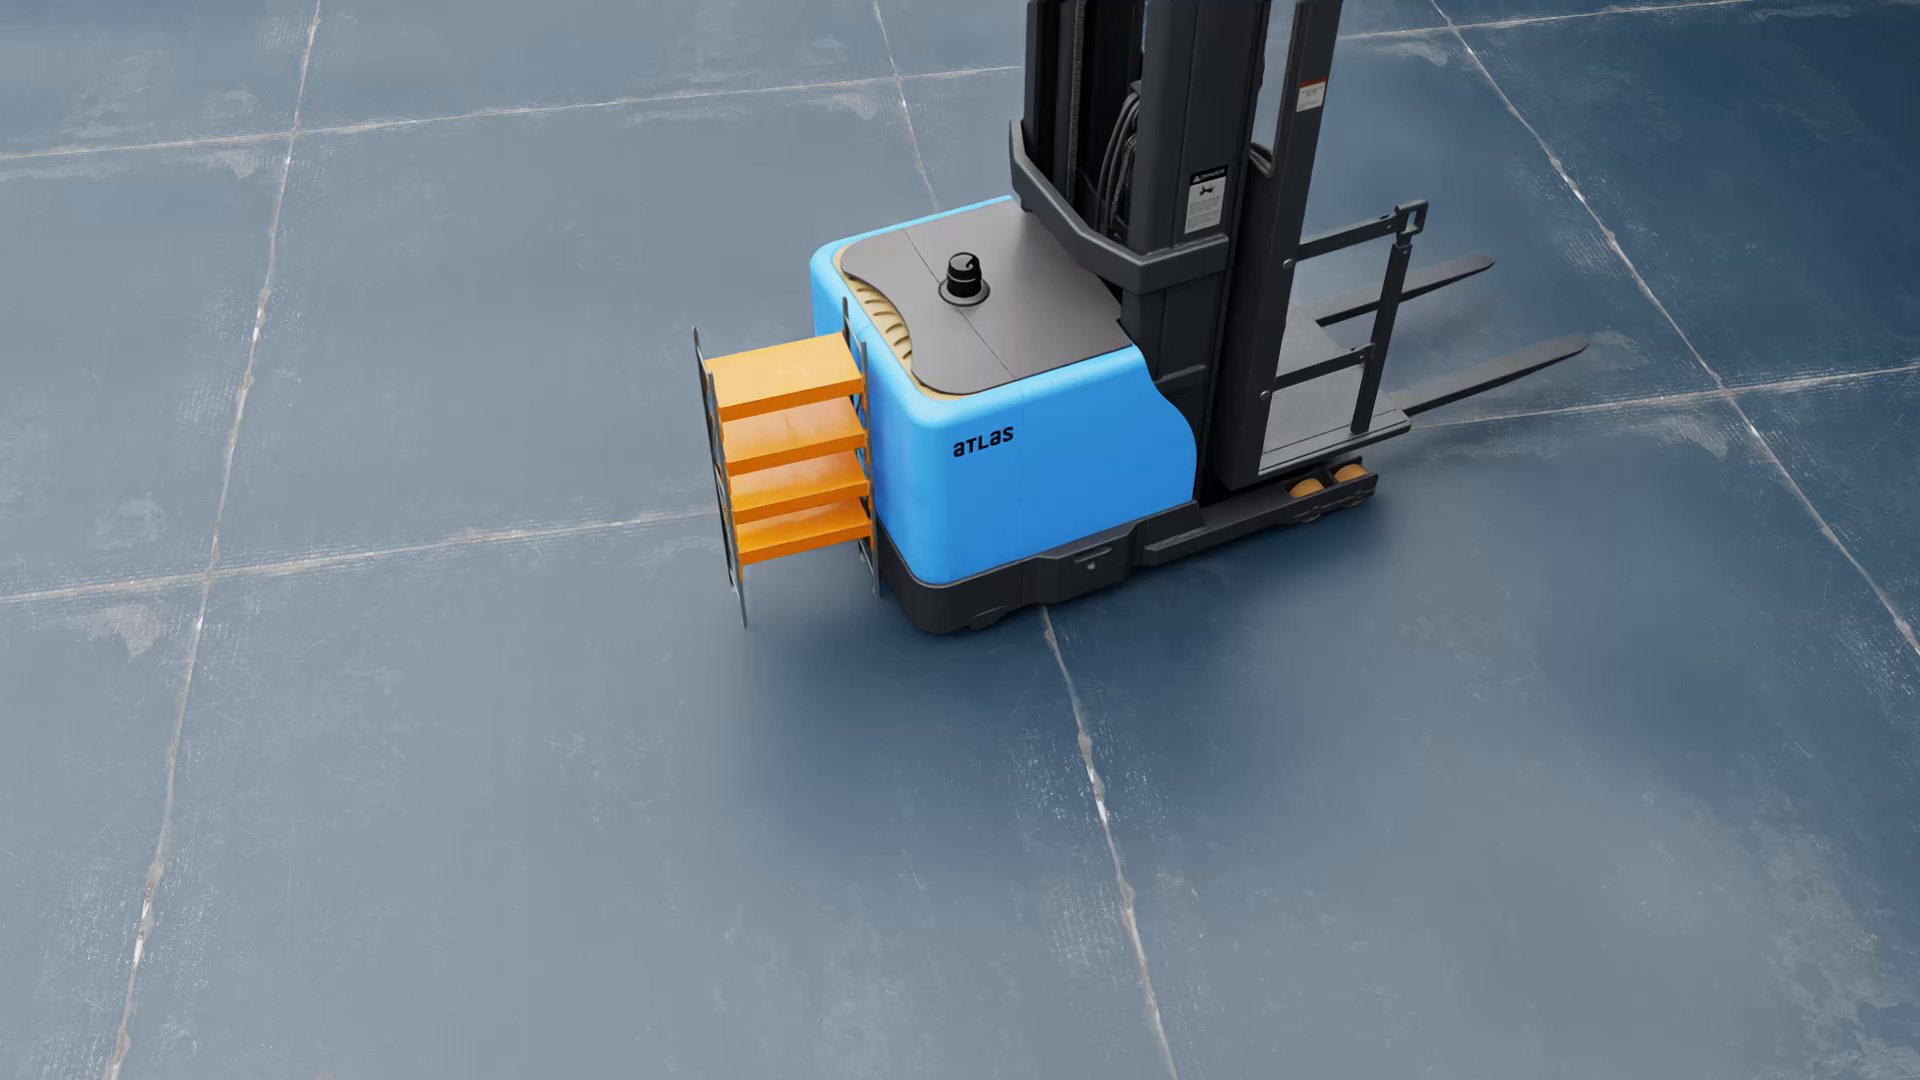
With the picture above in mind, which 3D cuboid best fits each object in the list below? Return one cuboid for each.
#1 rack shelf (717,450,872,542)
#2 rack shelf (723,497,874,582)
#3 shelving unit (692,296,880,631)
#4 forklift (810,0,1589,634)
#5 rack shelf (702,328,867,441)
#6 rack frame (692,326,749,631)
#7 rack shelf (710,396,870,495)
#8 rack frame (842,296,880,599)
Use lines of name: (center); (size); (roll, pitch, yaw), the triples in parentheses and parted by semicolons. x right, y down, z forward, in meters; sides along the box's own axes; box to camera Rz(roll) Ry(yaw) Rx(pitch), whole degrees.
rack shelf: (-0.567, -0.183, 5.686); (0.480, 0.148, 0.258); (-13, 48, -13)
rack shelf: (-0.567, -0.045, 5.829); (0.480, 0.148, 0.258); (-13, 48, -13)
shelving unit: (-0.567, -0.229, 5.638); (0.503, 1.200, 0.258); (-13, 48, -13)
forklift: (1.027, -1.414, 5.577); (3.031, 2.935, 1.130); (-18, 49, -17)
rack shelf: (-0.567, -0.502, 5.355); (0.480, 0.148, 0.258); (-13, 48, -13)
rack frame: (-0.799, -0.174, 5.585); (0.015, 1.200, 0.240); (-13, 48, -13)
rack shelf: (-0.567, -0.338, 5.525); (0.480, 0.148, 0.258); (-13, 48, -13)
rack frame: (-0.336, -0.285, 5.691); (0.015, 1.200, 0.240); (-13, 48, -13)
